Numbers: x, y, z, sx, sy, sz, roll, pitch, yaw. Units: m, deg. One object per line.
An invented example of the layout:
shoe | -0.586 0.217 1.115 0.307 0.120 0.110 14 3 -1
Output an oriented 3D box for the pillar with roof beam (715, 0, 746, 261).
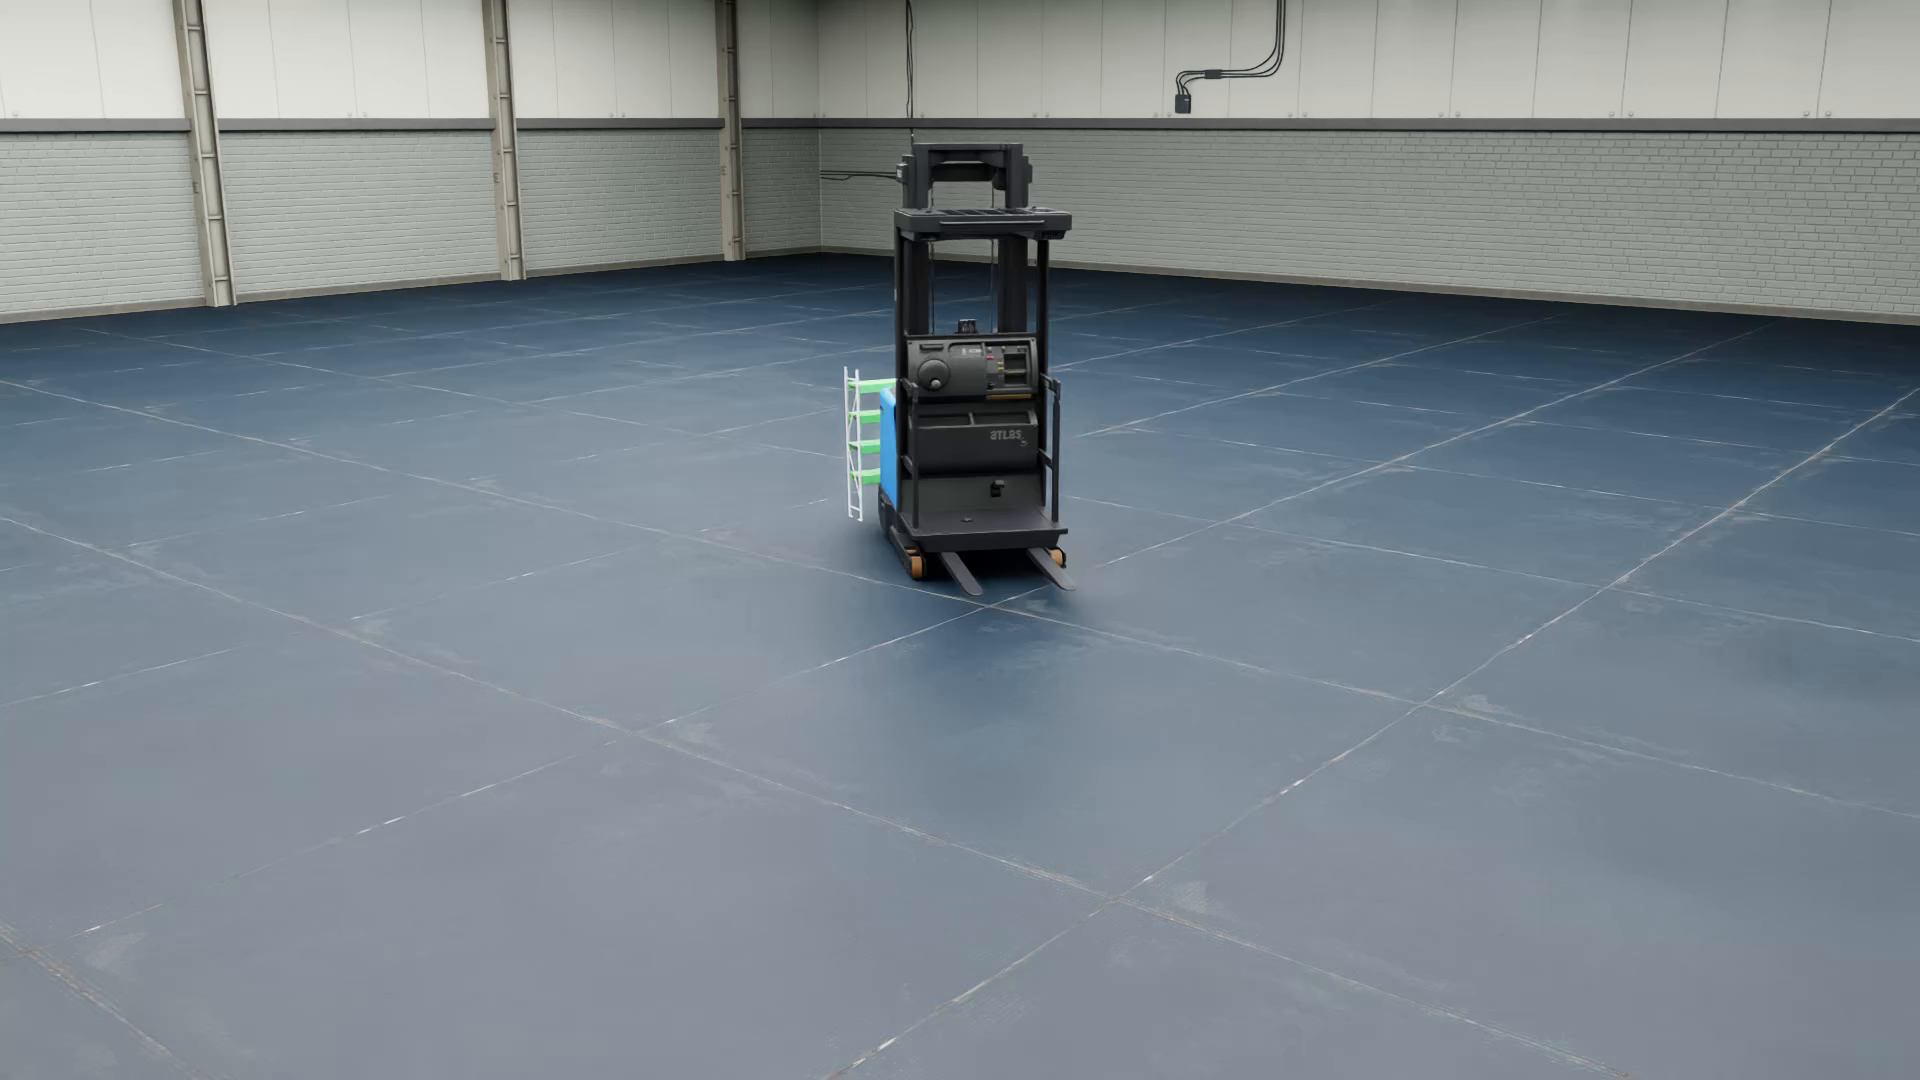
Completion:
pillar with roof beam | -1.730 -10.005 33.732 9.100 9.000 0.400 11 18 38

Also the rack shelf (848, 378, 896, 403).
rack shelf | -0.631 -1.191 13.166 0.480 0.148 0.258 -7 14 -27

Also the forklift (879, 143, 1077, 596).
forklift | 0.131 -1.243 11.562 1.130 2.935 3.031 -3 14 -10

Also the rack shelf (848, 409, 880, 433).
rack shelf | -0.627 -0.957 13.218 0.480 0.148 0.258 -7 14 -27

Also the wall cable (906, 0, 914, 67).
wall cable | -0.094 -11.555 35.882 3.097 2.526 0.112 11 18 38

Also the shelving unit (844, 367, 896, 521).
shelving unit | -0.625 -0.785 13.256 0.503 1.200 0.258 -7 14 -27

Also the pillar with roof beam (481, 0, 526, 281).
pillar with roof beam | -5.501 -8.856 29.208 9.100 9.000 0.400 11 18 38

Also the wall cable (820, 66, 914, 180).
wall cable | -2.198 -9.526 38.152 3.097 2.526 0.112 11 18 38

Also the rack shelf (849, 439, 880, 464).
rack shelf | -0.624 -0.722 13.270 0.480 0.148 0.258 -7 14 -27

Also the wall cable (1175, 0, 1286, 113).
wall cable | 5.176 -11.207 31.556 2.305 6.003 0.169 11 18 38

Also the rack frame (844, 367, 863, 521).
rack frame | -0.841 -0.757 13.147 0.015 1.200 0.240 -7 14 -27

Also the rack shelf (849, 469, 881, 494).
rack shelf | -0.620 -0.488 13.322 0.480 0.148 0.258 -7 14 -27

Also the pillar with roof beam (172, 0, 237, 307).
pillar with roof beam | -9.272 -7.707 24.685 9.100 9.000 0.400 11 18 38
